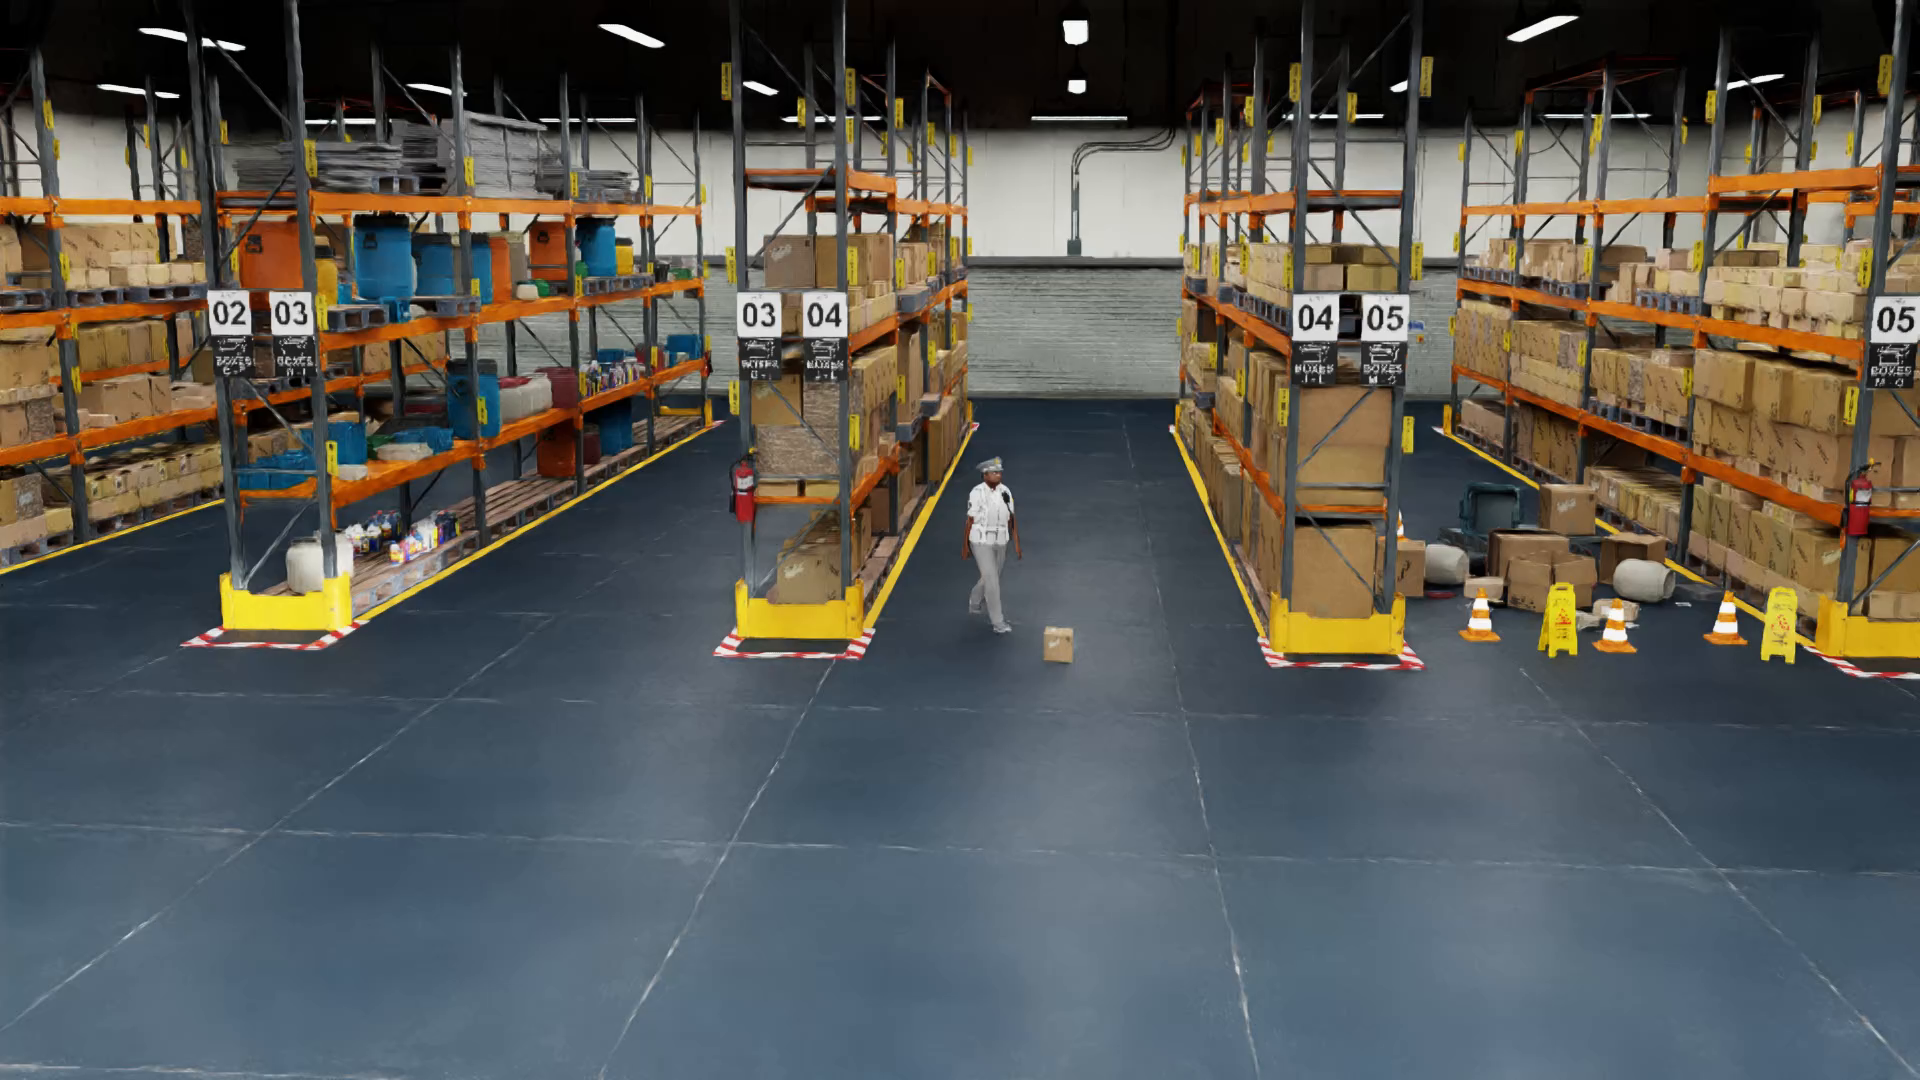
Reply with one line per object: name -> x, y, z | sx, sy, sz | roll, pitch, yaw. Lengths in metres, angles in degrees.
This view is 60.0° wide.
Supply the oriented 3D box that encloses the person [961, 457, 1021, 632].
person -> 0.280, 0.008, 15.826 | 0.470, 1.648, 0.975 | -7, 13, -32
